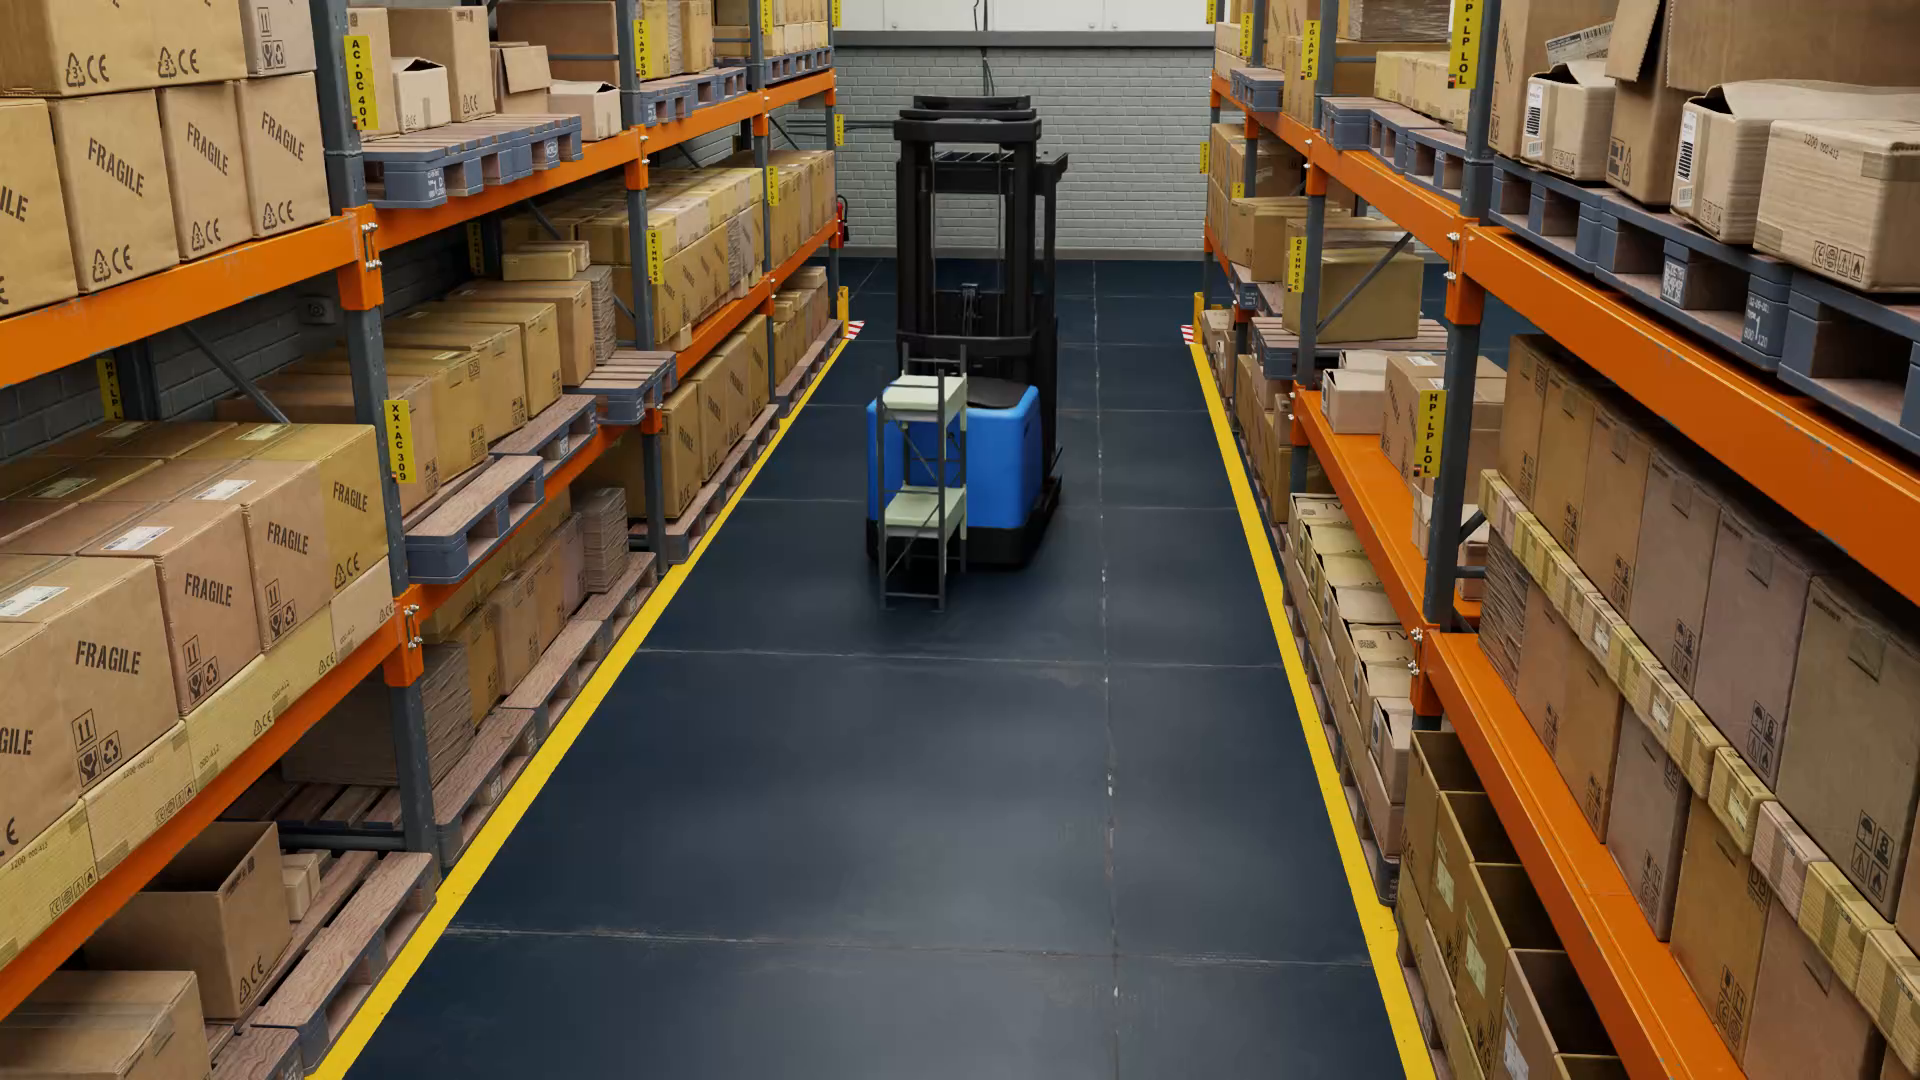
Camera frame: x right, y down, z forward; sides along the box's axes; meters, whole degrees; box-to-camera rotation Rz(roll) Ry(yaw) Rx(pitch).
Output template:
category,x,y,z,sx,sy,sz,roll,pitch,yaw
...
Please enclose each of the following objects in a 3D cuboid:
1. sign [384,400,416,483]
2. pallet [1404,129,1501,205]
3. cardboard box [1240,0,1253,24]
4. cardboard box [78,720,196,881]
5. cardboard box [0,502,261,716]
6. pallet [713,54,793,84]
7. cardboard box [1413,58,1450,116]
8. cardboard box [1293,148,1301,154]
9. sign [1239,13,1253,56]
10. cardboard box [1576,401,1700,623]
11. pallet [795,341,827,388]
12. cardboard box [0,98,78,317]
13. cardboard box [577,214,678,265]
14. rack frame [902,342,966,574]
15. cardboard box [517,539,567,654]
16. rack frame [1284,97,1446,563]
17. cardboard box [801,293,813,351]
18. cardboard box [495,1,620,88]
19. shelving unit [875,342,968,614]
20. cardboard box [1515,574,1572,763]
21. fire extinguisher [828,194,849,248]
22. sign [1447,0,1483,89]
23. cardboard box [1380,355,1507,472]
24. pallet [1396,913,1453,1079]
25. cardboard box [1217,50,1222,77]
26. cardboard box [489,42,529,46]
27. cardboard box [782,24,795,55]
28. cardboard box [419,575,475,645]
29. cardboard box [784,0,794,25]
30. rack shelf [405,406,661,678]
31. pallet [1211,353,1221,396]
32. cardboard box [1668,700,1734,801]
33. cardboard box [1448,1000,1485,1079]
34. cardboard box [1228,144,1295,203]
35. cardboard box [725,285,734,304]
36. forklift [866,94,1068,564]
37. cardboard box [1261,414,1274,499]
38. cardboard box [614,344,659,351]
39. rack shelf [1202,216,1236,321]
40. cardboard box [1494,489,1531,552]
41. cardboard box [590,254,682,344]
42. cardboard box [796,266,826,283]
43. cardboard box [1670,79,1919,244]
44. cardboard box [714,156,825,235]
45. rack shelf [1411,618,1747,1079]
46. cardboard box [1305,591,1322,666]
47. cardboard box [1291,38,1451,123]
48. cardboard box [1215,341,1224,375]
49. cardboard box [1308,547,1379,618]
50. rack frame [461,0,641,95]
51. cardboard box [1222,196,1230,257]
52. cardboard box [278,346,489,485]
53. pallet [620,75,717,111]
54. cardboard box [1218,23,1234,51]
category,x,y,z,sx,sy,sz,roll,pitch,yaw
sign,-2.145,-0.375,6.361,0.100,0.325,0.005,1,18,4
pallet,2.305,-1.473,6.591,0.805,0.209,1.217,1,18,2
cardboard box,2.916,-4.915,15.022,0.700,0.500,0.500,1,18,4
cardboard box,-2.518,0.709,4.649,0.500,0.250,0.500,1,18,4
cardboard box,-2.489,0.197,5.009,0.500,0.500,0.500,1,18,2
pallet,-2.044,-4.095,14.429,1.003,0.211,1.213,1,18,4
cardboard box,2.493,-2.177,8.000,0.500,0.250,0.500,1,18,3
cardboard box,3.179,-3.172,14.519,0.500,0.500,0.500,1,18,2
sign,2.286,-4.030,13.256,0.100,0.325,0.005,1,18,4
cardboard box,2.158,-0.078,4.599,0.700,0.500,0.500,1,18,4
pallet,-1.896,-1.747,16.417,1.003,0.211,1.213,1,18,4
cardboard box,-2.575,-0.806,4.056,0.500,0.500,0.500,2,18,7
cardboard box,-2.108,-1.915,10.575,0.500,0.250,0.500,2,18,5
rack frame,-0.160,-0.504,10.553,0.400,1.500,0.023,3,18,10
cardboard box,-2.560,0.300,8.998,0.700,0.500,0.500,1,18,4
rack frame,2.542,-1.106,9.982,1.000,3.000,0.127,1,18,4
cardboard box,-1.848,-2.181,16.602,0.700,0.500,0.500,1,18,2
cardboard box,-2.423,-3.047,10.220,0.700,0.500,0.500,0,18,0
shelving unit,-0.225,-0.392,10.211,0.431,1.500,0.755,3,18,10
cardboard box,2.198,0.390,5.254,0.700,0.500,0.500,1,18,3
fire extinguisher,-1.355,-3.523,18.081,0.296,0.674,0.183,1,18,4
sign,1.713,-1.694,5.622,0.100,0.325,0.005,1,18,4
cardboard box,2.437,-0.632,8.375,0.500,0.500,0.500,0,18,1
pallet,2.156,1.707,5.874,1.003,0.211,1.213,1,18,4
cardboard box,2.776,-4.636,16.179,0.500,0.250,0.500,1,18,4
cardboard box,-2.681,-2.480,9.164,0.500,0.500,0.500,1,18,4
cardboard box,-1.750,-4.426,14.702,0.500,0.250,0.500,1,18,3
cardboard box,-2.622,0.283,7.845,0.500,0.250,0.500,1,18,3
cardboard box,-1.751,-4.791,14.610,0.500,0.500,0.500,1,18,3
rack shelf,-2.543,-0.253,8.533,1.077,0.370,4.000,1,18,4
pallet,2.963,-1.617,16.018,1.003,0.211,1.213,1,18,4
cardboard box,1.897,0.497,3.886,0.380,0.149,0.250,2,18,5
cardboard box,1.837,1.691,5.188,0.500,0.250,0.500,1,18,4
cardboard box,2.640,-3.193,14.585,0.500,0.500,0.500,1,18,3
cardboard box,-1.957,-1.921,12.839,0.380,0.149,0.250,1,18,4
forklift,0.151,-1.656,11.770,1.130,2.935,3.031,3,18,10
cardboard box,2.412,-0.584,11.696,0.500,0.500,0.500,1,18,2
cardboard box,-2.145,-1.203,10.649,0.380,0.149,0.250,1,18,3
rack shelf,2.972,-2.628,15.782,1.077,0.370,4.000,1,18,4
cardboard box,2.025,-0.063,5.595,0.380,0.149,0.250,2,18,5
cardboard box,-2.110,-1.559,10.694,0.500,0.500,0.500,2,18,6
cardboard box,-1.604,-2.757,17.318,0.380,0.149,0.250,1,18,3
cardboard box,1.827,-0.807,3.496,0.500,0.311,0.500,3,18,10
cardboard box,-1.894,-3.458,16.678,0.980,0.700,0.700,1,18,3
rack shelf,2.111,1.099,4.407,1.077,0.370,4.000,1,18,4
cardboard box,2.145,0.474,8.899,0.500,0.250,0.500,1,18,2
cardboard box,2.576,-2.874,10.399,0.910,0.500,0.500,1,18,4
cardboard box,2.640,-1.696,15.394,0.500,0.311,0.500,1,18,4
cardboard box,2.143,0.212,8.800,0.500,0.311,0.500,1,18,2
rack frame,-2.400,-4.067,9.382,1.000,3.000,0.127,1,18,4
cardboard box,2.678,-2.877,15.225,0.500,0.500,0.500,2,18,5
cardboard box,-2.569,-0.561,7.450,0.700,0.500,0.500,3,18,10
pallet,-2.329,-3.100,11.553,1.003,0.211,1.213,2,18,6
cardboard box,2.776,-4.874,16.101,0.500,0.250,0.500,1,18,4
